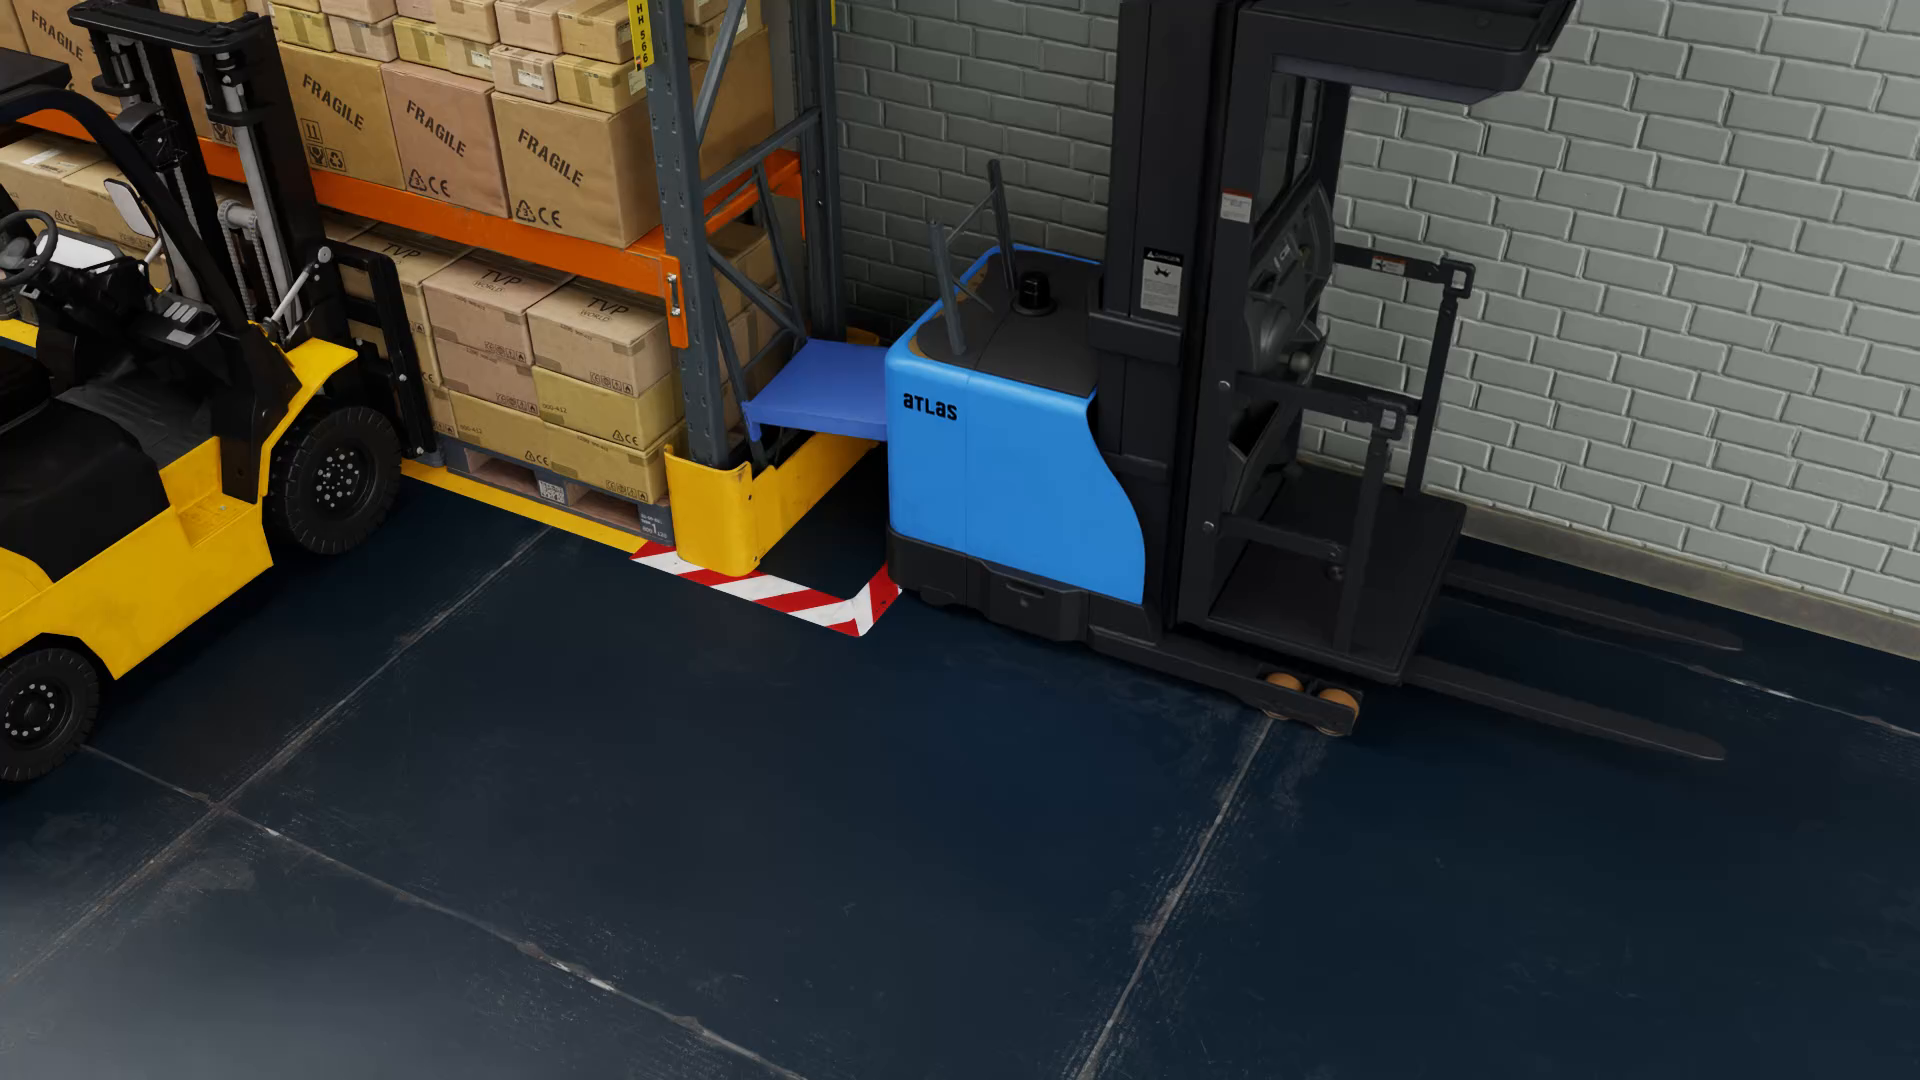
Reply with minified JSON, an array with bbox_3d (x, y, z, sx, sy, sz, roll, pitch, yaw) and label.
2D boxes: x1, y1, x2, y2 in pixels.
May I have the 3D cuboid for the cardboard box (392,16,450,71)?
[{"bbox_3d":[-1.855,-1.883,6.130,0.250,0.149,0.380,17,40,21],"label":"cardboard box"}]

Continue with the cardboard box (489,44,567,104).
[{"bbox_3d":[-1.438,-1.703,5.893,0.250,0.149,0.380,18,41,22],"label":"cardboard box"}]

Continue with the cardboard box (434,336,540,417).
[{"bbox_3d":[-1.777,-0.787,6.820,0.500,0.250,0.500,17,40,21],"label":"cardboard box"}]

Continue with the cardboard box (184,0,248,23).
[{"bbox_3d":[-2.787,-2.143,6.473,0.250,0.149,0.380,17,40,21],"label":"cardboard box"}]

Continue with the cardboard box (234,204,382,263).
[{"bbox_3d":[-2.669,-1.253,7.020,0.500,0.250,0.500,17,40,21],"label":"cardboard box"}]

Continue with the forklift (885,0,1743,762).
[{"bbox_3d":[1.274,-0.847,5.442,3.031,2.935,1.130,16,40,20],"label":"forklift"}]

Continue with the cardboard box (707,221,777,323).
[{"bbox_3d":[-1.101,-1.109,6.830,0.500,0.250,0.500,17,40,21],"label":"cardboard box"}]

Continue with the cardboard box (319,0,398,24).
[{"bbox_3d":[-2.123,-2.039,6.089,0.250,0.149,0.380,18,41,23],"label":"cardboard box"}]

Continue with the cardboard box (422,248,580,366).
[{"bbox_3d":[-1.769,-0.973,6.651,0.500,0.250,0.500,18,41,22],"label":"cardboard box"}]

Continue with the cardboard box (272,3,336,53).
[{"bbox_3d":[-2.348,-1.991,6.273,0.250,0.149,0.380,18,41,22],"label":"cardboard box"}]

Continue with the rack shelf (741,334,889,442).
[{"bbox_3d":[-0.284,-0.538,6.461,1.000,0.185,0.538,10,42,26],"label":"rack shelf"}]

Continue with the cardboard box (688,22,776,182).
[{"bbox_3d":[-1.073,-1.730,6.465,0.500,0.500,0.500,19,41,23],"label":"cardboard box"}]

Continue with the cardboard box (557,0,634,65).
[{"bbox_3d":[-1.176,-1.806,5.784,0.250,0.149,0.380,17,41,22],"label":"cardboard box"}]

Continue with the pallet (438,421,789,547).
[{"bbox_3d":[-1.459,-0.483,7.211,1.213,0.211,1.003,17,41,21],"label":"pallet"}]

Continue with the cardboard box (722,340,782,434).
[{"bbox_3d":[-1.107,-0.717,7.140,0.500,0.250,0.500,18,41,22],"label":"cardboard box"}]

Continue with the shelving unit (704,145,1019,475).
[{"bbox_3d":[-0.313,-0.679,6.354,1.048,1.500,0.538,10,42,26],"label":"shelving unit"}]

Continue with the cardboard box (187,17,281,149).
[{"bbox_3d":[-2.682,-1.864,6.643,0.500,0.500,0.500,18,41,22],"label":"cardboard box"}]

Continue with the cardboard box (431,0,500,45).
[{"bbox_3d":[-1.654,-1.917,5.929,0.250,0.149,0.380,18,41,22],"label":"cardboard box"}]

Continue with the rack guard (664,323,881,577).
[{"bbox_3d":[-0.740,-0.401,6.865,0.348,0.500,1.175,17,41,21],"label":"rack guard"}]

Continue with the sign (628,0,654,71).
[{"bbox_3d":[-1.023,-1.671,5.317,0.005,0.325,0.100,17,41,21],"label":"sign"}]

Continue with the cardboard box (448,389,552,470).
[{"bbox_3d":[-1.761,-0.580,6.960,0.500,0.250,0.500,17,41,21],"label":"cardboard box"}]

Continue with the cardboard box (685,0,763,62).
[{"bbox_3d":[-0.943,-1.935,6.199,0.250,0.149,0.380,16,40,20],"label":"cardboard box"}]

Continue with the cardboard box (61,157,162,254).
[{"bbox_3d":[-3.578,-1.535,7.392,0.500,0.250,0.500,17,41,22],"label":"cardboard box"}]

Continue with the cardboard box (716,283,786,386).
[{"bbox_3d":[-1.083,-0.917,6.990,0.500,0.250,0.500,18,41,22],"label":"cardboard box"}]

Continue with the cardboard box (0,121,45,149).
[{"bbox_3d":[-4.781,-1.876,8.357,0.625,0.625,0.875,19,41,23],"label":"cardboard box"}]

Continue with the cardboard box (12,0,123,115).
[{"bbox_3d":[-3.569,-2.156,7.027,0.500,0.500,0.500,18,41,22],"label":"cardboard box"}]

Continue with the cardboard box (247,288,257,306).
[{"bbox_3d":[-2.688,-1.061,7.180,0.500,0.250,0.500,17,40,21],"label":"cardboard box"}]

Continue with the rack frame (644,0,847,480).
[{"bbox_3d":[-0.761,-1.403,6.118,0.127,3.000,1.000,17,41,21],"label":"rack frame"}]

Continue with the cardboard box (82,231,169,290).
[{"bbox_3d":[-3.577,-1.348,7.558,0.500,0.250,0.500,17,40,21],"label":"cardboard box"}]

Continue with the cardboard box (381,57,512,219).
[{"bbox_3d":[-1.775,-1.588,6.279,0.500,0.500,0.500,19,41,23],"label":"cardboard box"}]

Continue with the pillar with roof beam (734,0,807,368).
[{"bbox_3d":[-2.945,-2.159,2.152,0.400,9.000,9.100,17,41,21],"label":"pillar with roof beam"}]

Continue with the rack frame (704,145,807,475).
[{"bbox_3d":[-0.762,-0.757,6.578,0.032,1.500,0.500,10,42,26],"label":"rack frame"}]
